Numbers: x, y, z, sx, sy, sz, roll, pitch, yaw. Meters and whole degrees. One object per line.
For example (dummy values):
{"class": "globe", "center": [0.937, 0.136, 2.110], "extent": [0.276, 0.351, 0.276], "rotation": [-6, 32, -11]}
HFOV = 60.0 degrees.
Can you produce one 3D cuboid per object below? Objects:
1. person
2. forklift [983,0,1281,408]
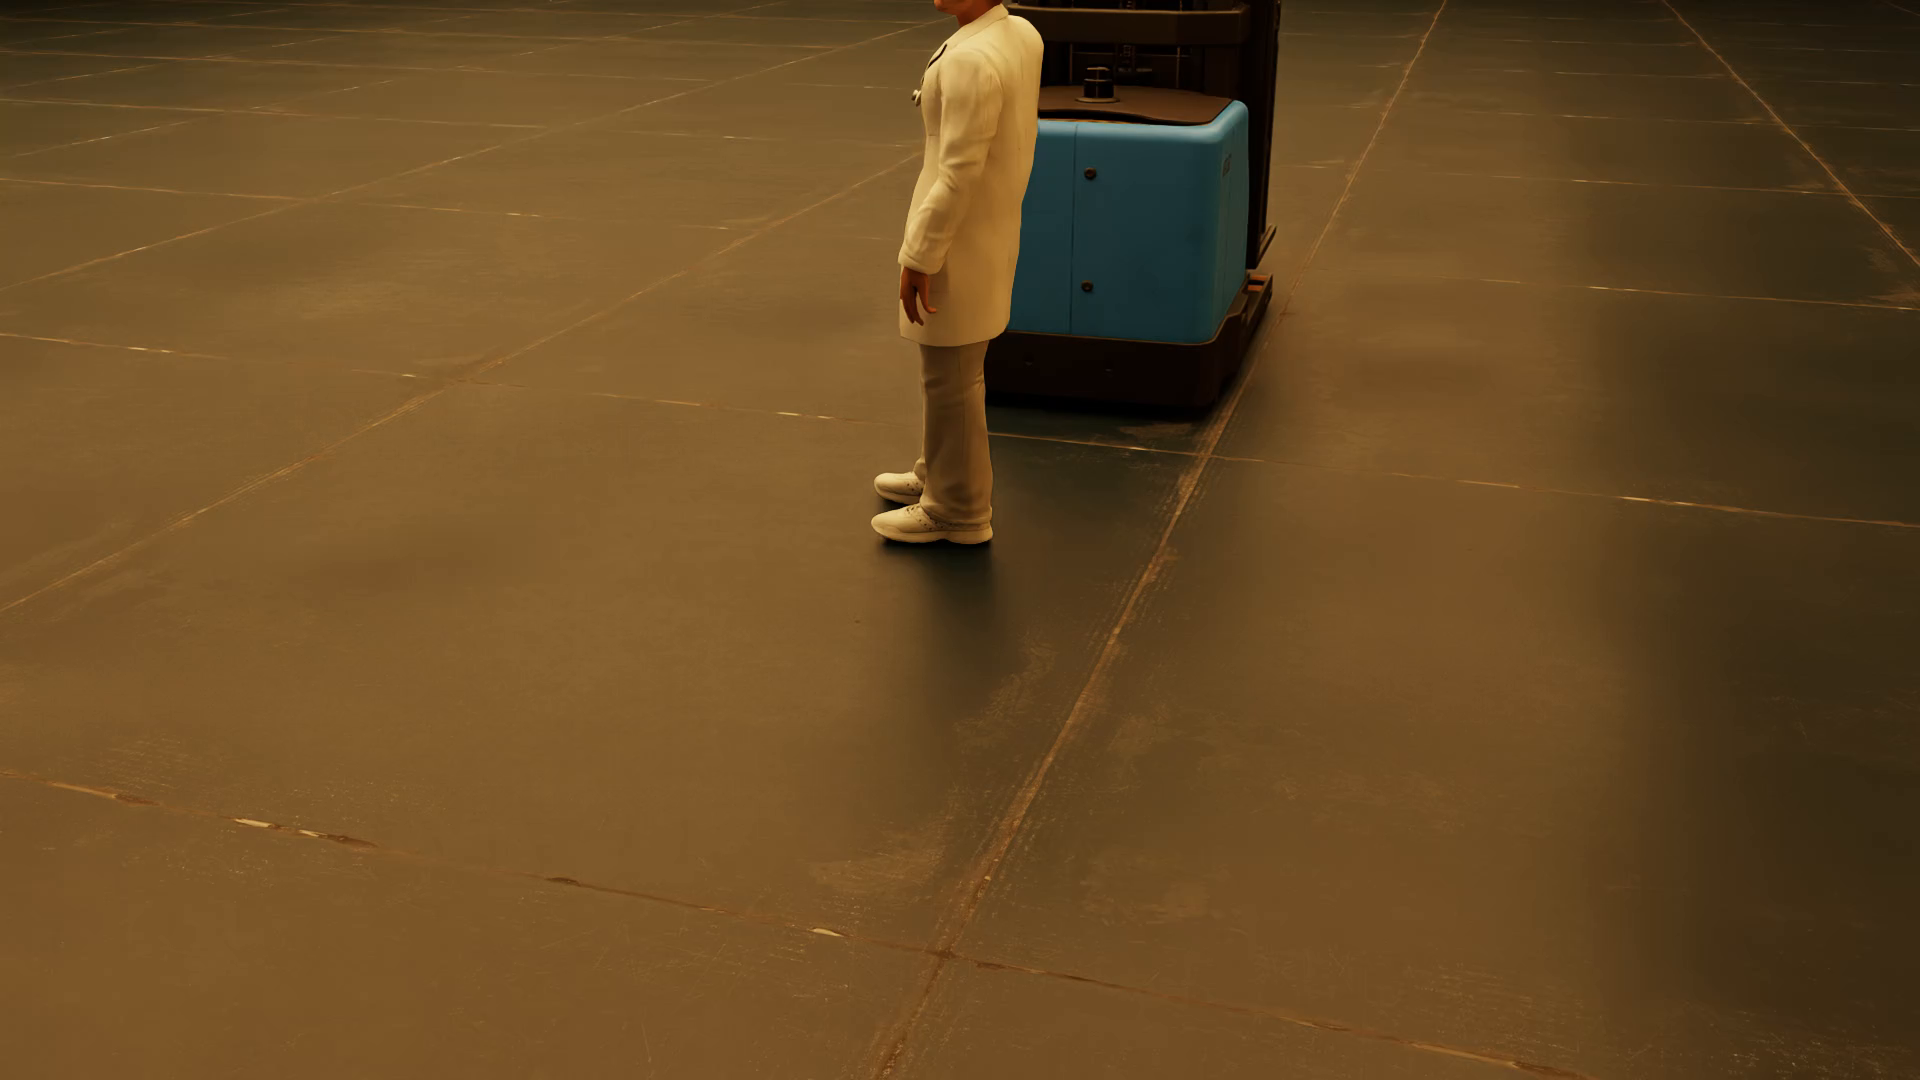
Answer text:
{"class": "person", "center": [-0.086, -0.840, 4.807], "extent": [0.578, 1.777, 0.698], "rotation": [7, 23, 16]}
{"class": "forklift", "center": [0.822, -2.375, 7.033], "extent": [1.130, 2.935, 3.031], "rotation": [6, 23, 15]}
